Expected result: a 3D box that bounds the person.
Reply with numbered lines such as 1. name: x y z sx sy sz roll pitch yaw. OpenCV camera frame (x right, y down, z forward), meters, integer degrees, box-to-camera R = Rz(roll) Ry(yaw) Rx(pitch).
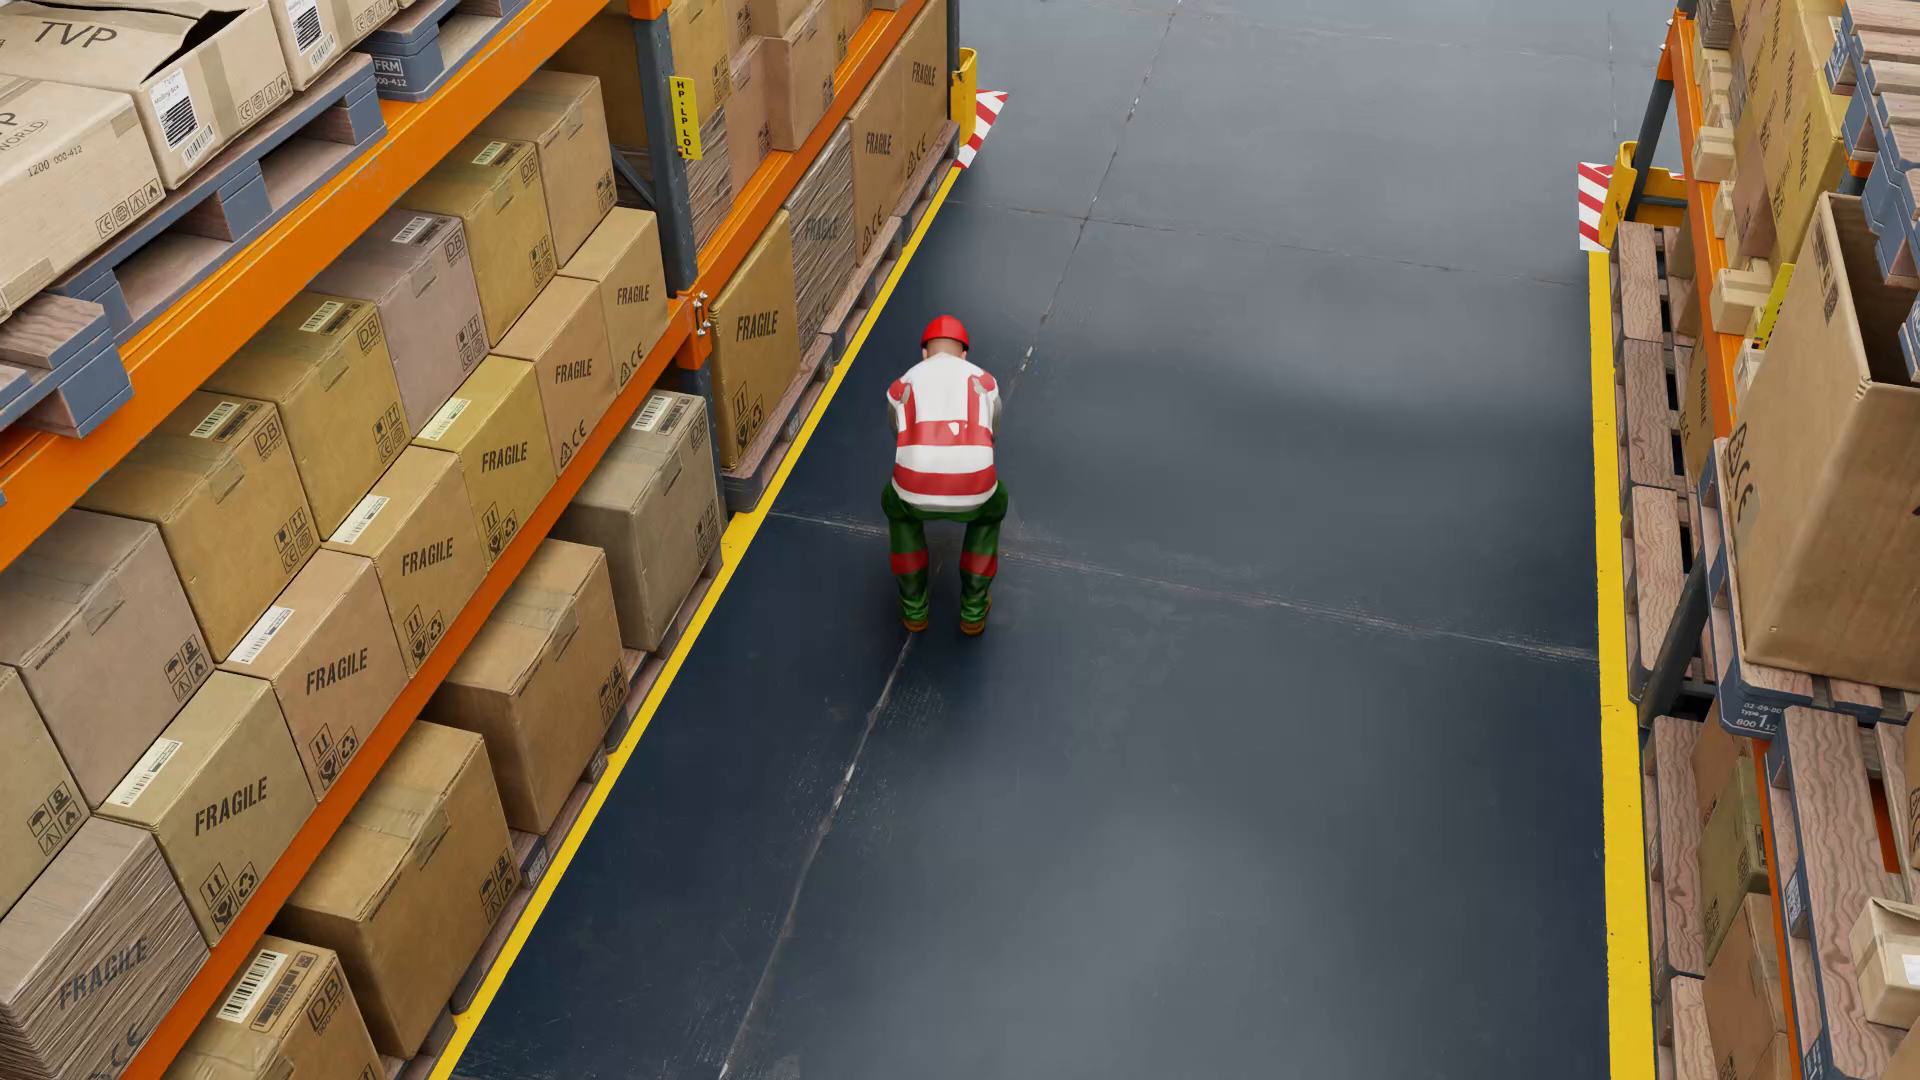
1. person: -0.051 -0.242 6.922 0.499 1.132 0.951 0 41 0
